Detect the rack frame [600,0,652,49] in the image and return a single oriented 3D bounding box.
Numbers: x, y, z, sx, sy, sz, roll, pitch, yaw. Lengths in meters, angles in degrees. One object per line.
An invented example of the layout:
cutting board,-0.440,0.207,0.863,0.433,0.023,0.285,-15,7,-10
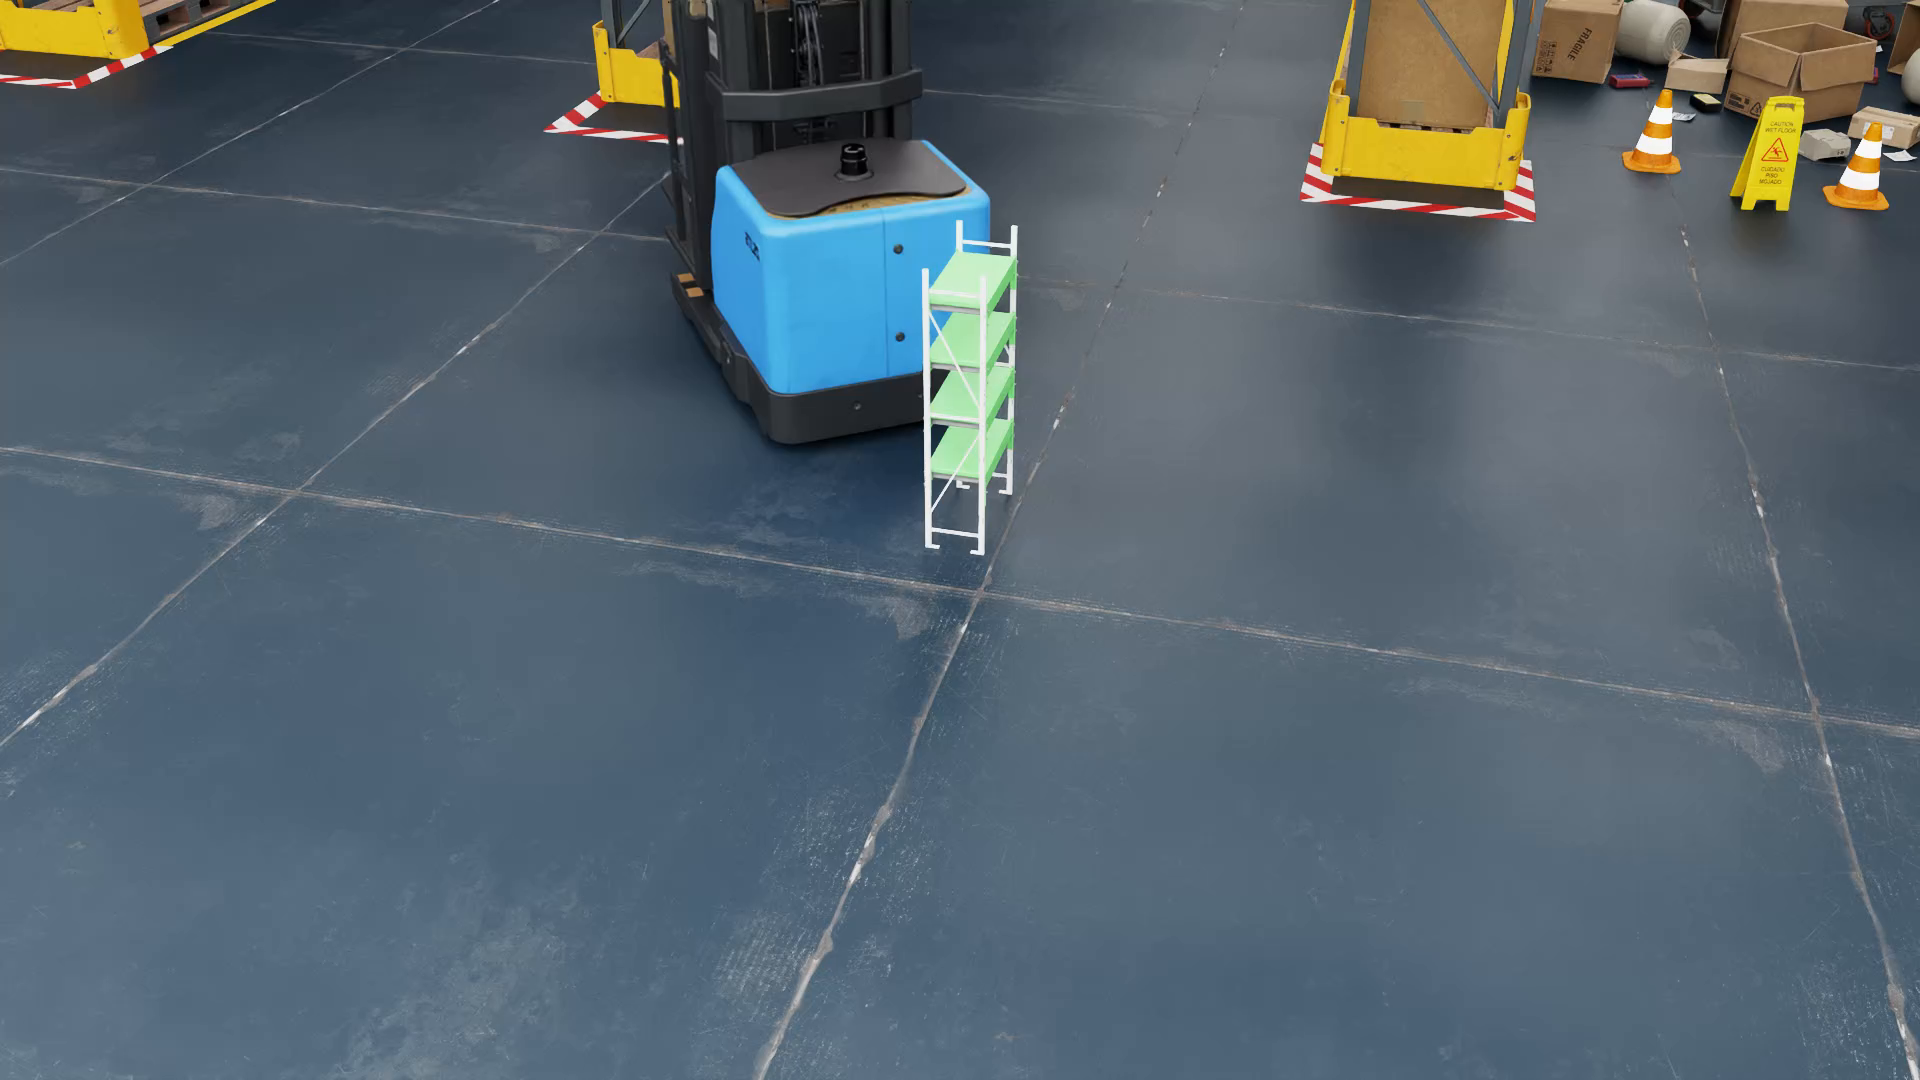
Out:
rack frame,-1.924,-4.285,10.694,1.000,3.000,0.127,8,33,12

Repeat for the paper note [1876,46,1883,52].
paper note,6.892,-3.716,12.566,0.148,0.019,0.142,8,33,12

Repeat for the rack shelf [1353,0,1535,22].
rack shelf,3.355,-4.291,11.375,1.077,0.370,4.000,8,33,12

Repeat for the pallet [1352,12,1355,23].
pallet,3.594,-4.072,12.959,1.003,0.211,1.213,8,33,12

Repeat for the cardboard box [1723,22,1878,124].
cardboard box,5.658,-3.138,11.218,0.797,0.503,0.637,-14,35,-21

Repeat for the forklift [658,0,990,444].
forklift,-0.863,-2.437,7.851,1.130,2.935,3.031,-12,34,-18

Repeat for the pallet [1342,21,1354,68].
pallet,3.287,-3.437,11.960,1.003,0.211,1.213,8,33,12

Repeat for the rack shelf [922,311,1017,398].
rack shelf,0.042,-0.741,6.469,0.258,0.148,0.480,8,33,12

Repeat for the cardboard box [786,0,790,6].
cardboard box,-1.454,-4.366,12.761,0.500,0.500,0.500,11,34,17

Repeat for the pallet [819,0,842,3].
pallet,-1.353,-4.195,13.153,1.003,0.211,1.213,8,33,12

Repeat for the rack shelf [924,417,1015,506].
rack shelf,0.042,-0.336,6.726,0.258,0.148,0.480,8,33,12

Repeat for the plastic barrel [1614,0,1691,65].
plastic barrel,5.059,-3.748,12.251,0.421,0.421,0.512,-21,38,-29

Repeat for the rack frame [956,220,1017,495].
rack frame,0.104,-0.719,6.762,0.240,1.200,0.015,8,33,12

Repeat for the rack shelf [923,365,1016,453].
rack shelf,0.042,-0.538,6.598,0.258,0.148,0.480,8,33,12

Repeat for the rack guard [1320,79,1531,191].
rack guard,2.842,-2.490,10.200,1.175,0.500,0.348,8,33,12

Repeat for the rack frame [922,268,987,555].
rack frame,-0.020,-0.466,6.364,0.240,1.200,0.015,8,33,12

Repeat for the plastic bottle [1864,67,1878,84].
plastic bottle,6.535,-3.357,11.974,0.133,0.061,0.283,14,35,21

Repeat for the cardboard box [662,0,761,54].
cardboard box,-1.749,-3.729,11.758,0.500,0.500,0.500,14,35,21

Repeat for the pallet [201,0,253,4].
pallet,-6.218,-4.880,14.230,1.003,0.211,1.213,8,33,12

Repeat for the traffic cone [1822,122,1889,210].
traffic cone,5.363,-2.239,9.840,0.336,0.463,0.334,8,33,12

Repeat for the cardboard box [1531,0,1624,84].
cardboard box,4.462,-3.634,11.998,0.500,0.500,0.500,14,35,21

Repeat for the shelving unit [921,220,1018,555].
shelving unit,0.042,-0.592,6.563,0.258,1.200,0.503,8,33,12

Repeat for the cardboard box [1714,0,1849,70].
cardboard box,5.888,-3.682,11.946,0.797,0.637,0.503,8,33,12

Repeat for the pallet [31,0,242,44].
pallet,-6.530,-4.249,13.237,1.003,0.211,1.213,8,33,12

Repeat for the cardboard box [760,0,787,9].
cardboard box,-1.631,-4.044,12.254,0.500,0.500,0.500,17,36,25

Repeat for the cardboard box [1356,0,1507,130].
cardboard box,2.956,-3.199,10.574,0.875,0.875,0.875,8,33,13

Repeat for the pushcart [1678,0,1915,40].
pushcart,6.459,-4.189,12.988,1.648,0.377,0.936,-3,33,-4

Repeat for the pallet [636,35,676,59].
pallet,-1.664,-3.564,12.160,1.003,0.211,1.213,8,33,12

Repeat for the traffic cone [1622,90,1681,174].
traffic cone,4.356,-2.569,10.359,0.336,0.463,0.334,8,33,12

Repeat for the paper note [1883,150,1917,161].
paper note,5.976,-2.444,10.566,0.148,0.019,0.142,-3,33,-4

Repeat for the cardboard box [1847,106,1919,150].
cardboard box,6.040,-2.687,10.839,0.380,0.149,0.250,28,42,36

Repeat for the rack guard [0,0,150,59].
rack guard,-6.741,-3.950,12.498,1.175,0.500,0.348,8,33,12

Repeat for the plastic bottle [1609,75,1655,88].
plastic bottle,4.783,-3.265,11.828,0.283,0.061,0.133,-3,33,-4

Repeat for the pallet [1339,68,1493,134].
pallet,2.975,-2.806,10.967,1.003,0.211,1.213,8,33,12

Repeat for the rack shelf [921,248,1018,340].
rack shelf,0.042,-0.943,6.340,0.258,0.148,0.480,8,33,12

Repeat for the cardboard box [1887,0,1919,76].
cardboard box,7.089,-3.587,11.924,0.500,0.500,0.500,-21,38,-29

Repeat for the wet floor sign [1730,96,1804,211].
wet floor sign,4.756,-2.279,9.733,0.267,0.644,0.232,3,33,4

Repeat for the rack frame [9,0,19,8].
rack frame,-6.715,-4.959,11.755,1.000,3.000,0.127,8,33,12

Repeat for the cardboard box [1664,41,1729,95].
cardboard box,5.208,-3.336,11.751,0.396,0.266,0.258,14,35,21

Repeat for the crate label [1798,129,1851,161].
crate label,5.502,-2.517,10.582,0.250,0.136,0.298,-8,33,-13

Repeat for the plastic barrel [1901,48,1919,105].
plastic barrel,6.721,-3.126,11.273,0.421,0.421,0.512,-21,38,-29

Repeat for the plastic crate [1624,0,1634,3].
plastic crate,5.086,-4.202,13.131,0.662,0.188,0.450,-28,32,-37

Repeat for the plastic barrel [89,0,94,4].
plastic barrel,-6.622,-4.438,12.863,0.421,0.512,0.421,0,32,0

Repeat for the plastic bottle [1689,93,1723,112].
plastic bottle,5.114,-3.015,11.436,0.133,0.061,0.283,-3,33,-4

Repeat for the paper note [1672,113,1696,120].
paper note,4.877,-2.864,11.229,0.144,0.017,0.142,20,38,29

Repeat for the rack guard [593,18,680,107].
rack guard,-1.905,-3.269,11.427,1.175,0.500,0.348,8,33,12

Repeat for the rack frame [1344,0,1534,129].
rack frame,2.848,-3.557,9.549,1.000,3.000,0.127,8,33,12
